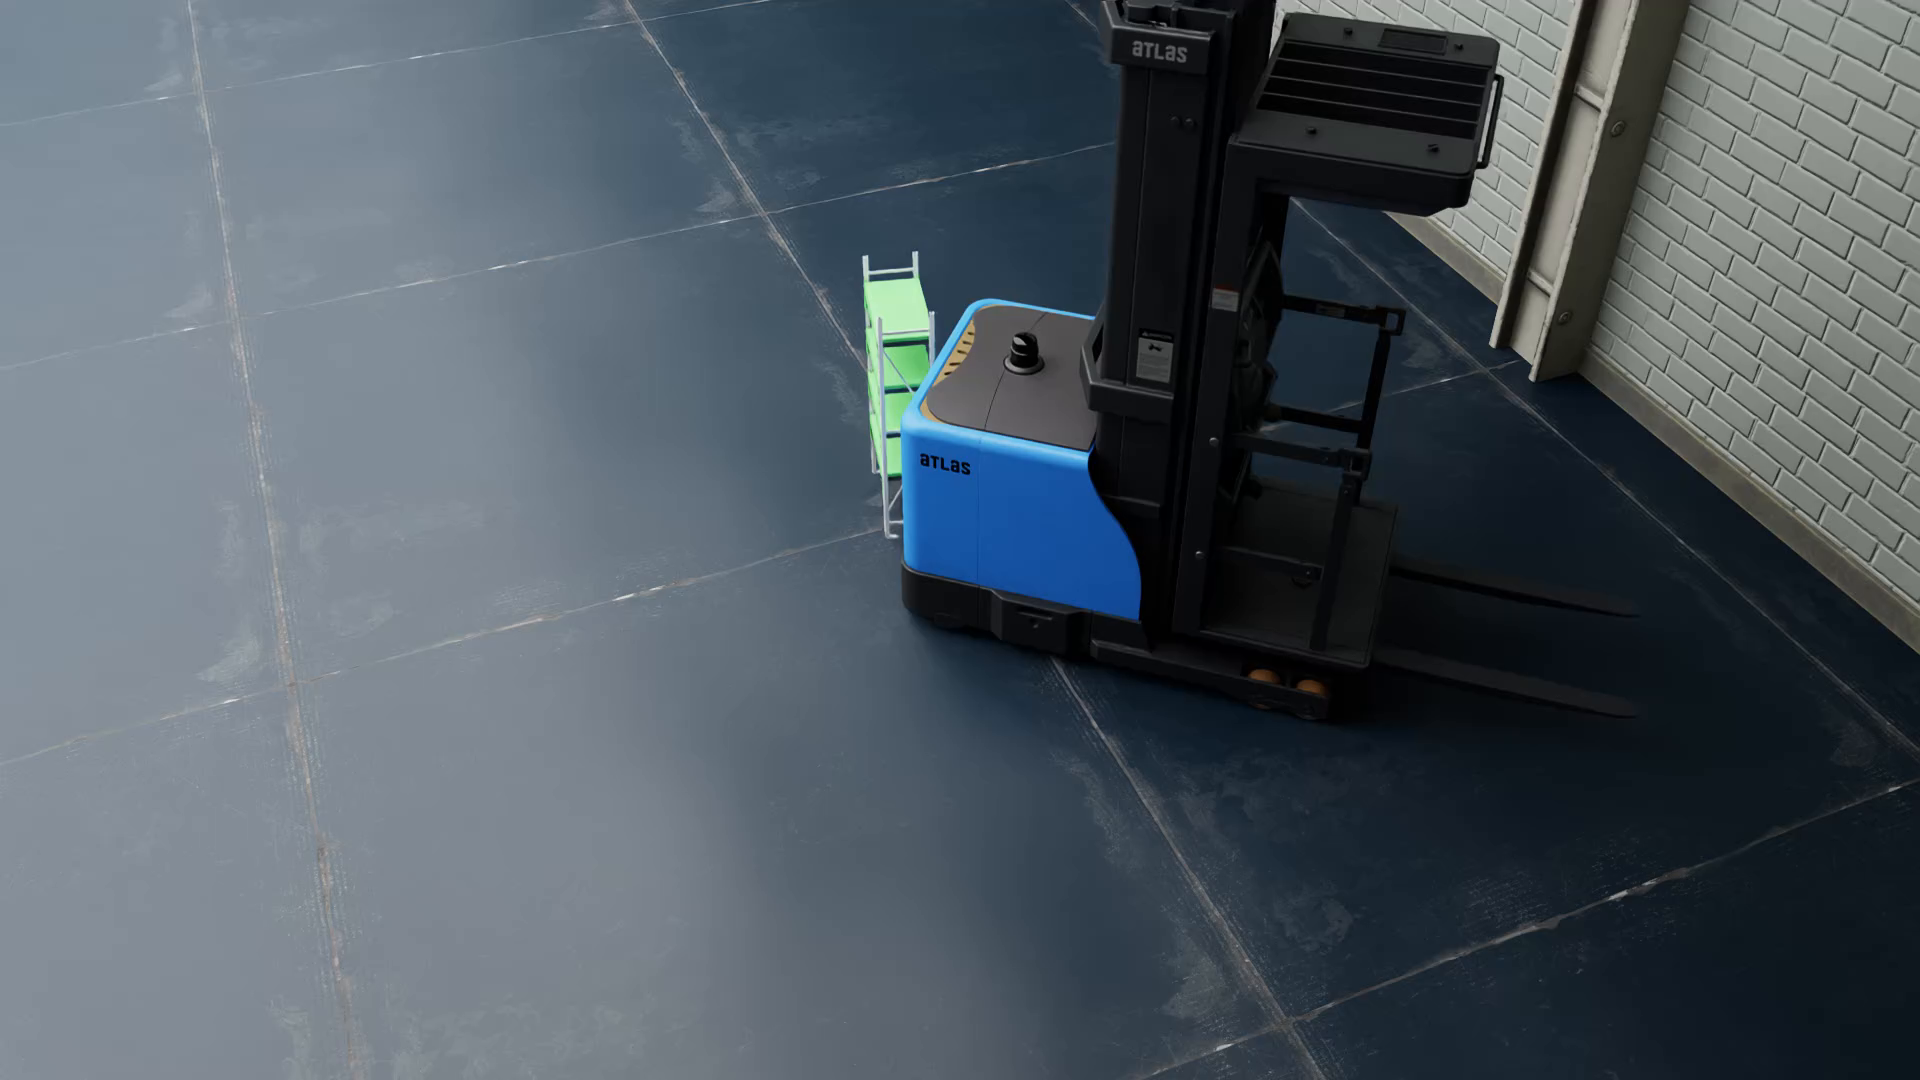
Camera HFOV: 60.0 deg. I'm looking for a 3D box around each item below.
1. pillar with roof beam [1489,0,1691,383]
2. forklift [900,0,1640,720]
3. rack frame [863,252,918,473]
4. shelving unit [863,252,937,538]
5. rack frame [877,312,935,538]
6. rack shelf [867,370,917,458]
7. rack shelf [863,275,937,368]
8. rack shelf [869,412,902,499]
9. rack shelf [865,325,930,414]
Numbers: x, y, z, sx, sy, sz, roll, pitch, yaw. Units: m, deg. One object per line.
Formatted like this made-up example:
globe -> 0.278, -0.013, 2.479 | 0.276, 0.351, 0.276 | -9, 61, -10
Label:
pillar with roof beam -> -0.935, -3.309, 4.615 | 9.100, 9.000, 0.400 | -15, 43, -17
forklift -> 1.322, -0.767, 6.313 | 3.031, 2.935, 1.130 | 12, 42, 14
rack frame -> -0.304, -0.794, 7.672 | 0.240, 1.200, 0.015 | -6, 41, -7
shelving unit -> -0.265, -0.637, 7.489 | 0.258, 1.200, 0.503 | -6, 41, -7
rack frame -> -0.226, -0.480, 7.306 | 0.240, 1.200, 0.015 | -6, 41, -7
rack shelf -> -0.265, -0.588, 7.531 | 0.258, 0.148, 0.480 | -6, 41, -7
rack shelf -> -0.265, -0.952, 7.218 | 0.258, 0.148, 0.480 | -6, 41, -7
rack shelf -> -0.265, -0.406, 7.687 | 0.258, 0.148, 0.480 | -6, 41, -7
rack shelf -> -0.265, -0.770, 7.374 | 0.258, 0.148, 0.480 | -6, 41, -7
